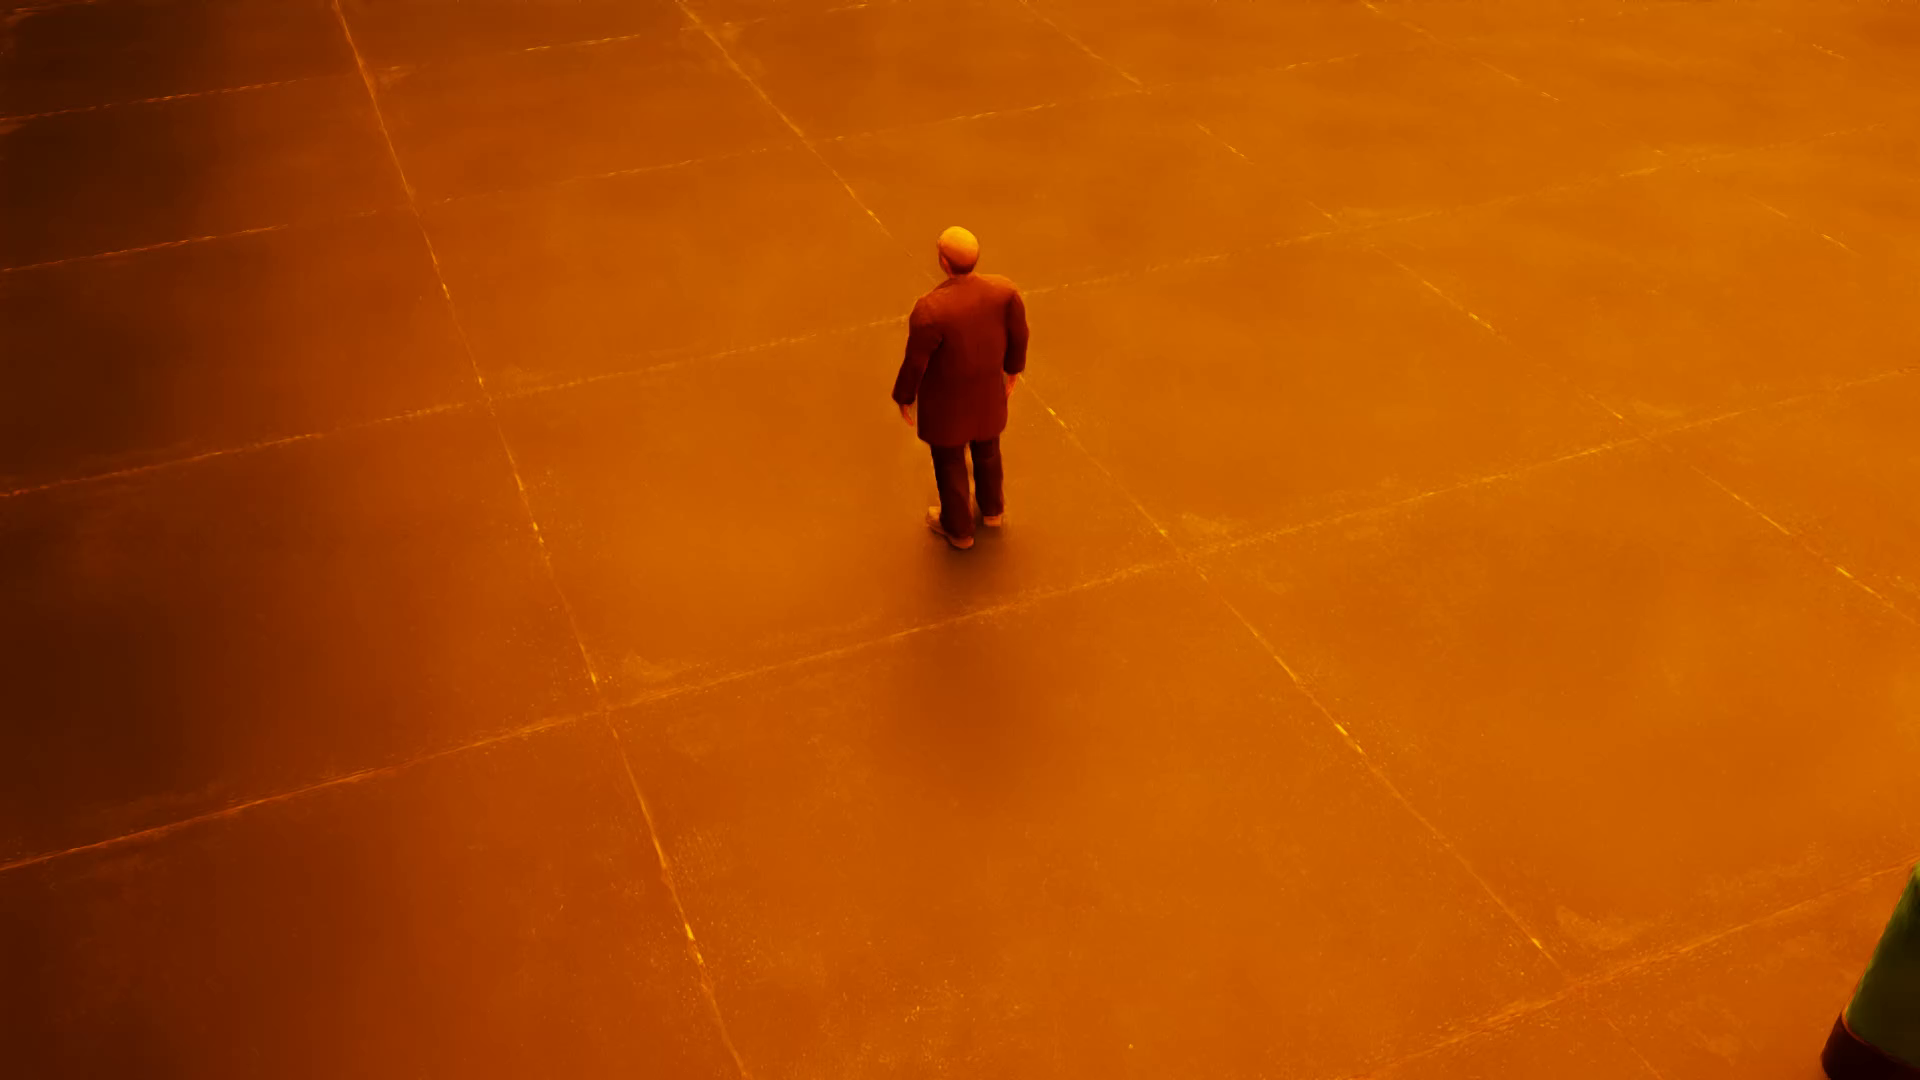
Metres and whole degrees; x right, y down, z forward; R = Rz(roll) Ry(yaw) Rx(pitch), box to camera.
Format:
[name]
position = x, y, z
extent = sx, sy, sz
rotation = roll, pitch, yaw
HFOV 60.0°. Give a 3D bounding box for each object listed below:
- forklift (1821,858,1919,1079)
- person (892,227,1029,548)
[forklift]
position = 4.479, 1.103, 4.547
extent = 3.031, 2.935, 1.130
rotation = 28, 44, 33
[person]
position = -0.032, -0.780, 8.178
extent = 0.694, 1.776, 0.580
rotation = -14, 38, -19
